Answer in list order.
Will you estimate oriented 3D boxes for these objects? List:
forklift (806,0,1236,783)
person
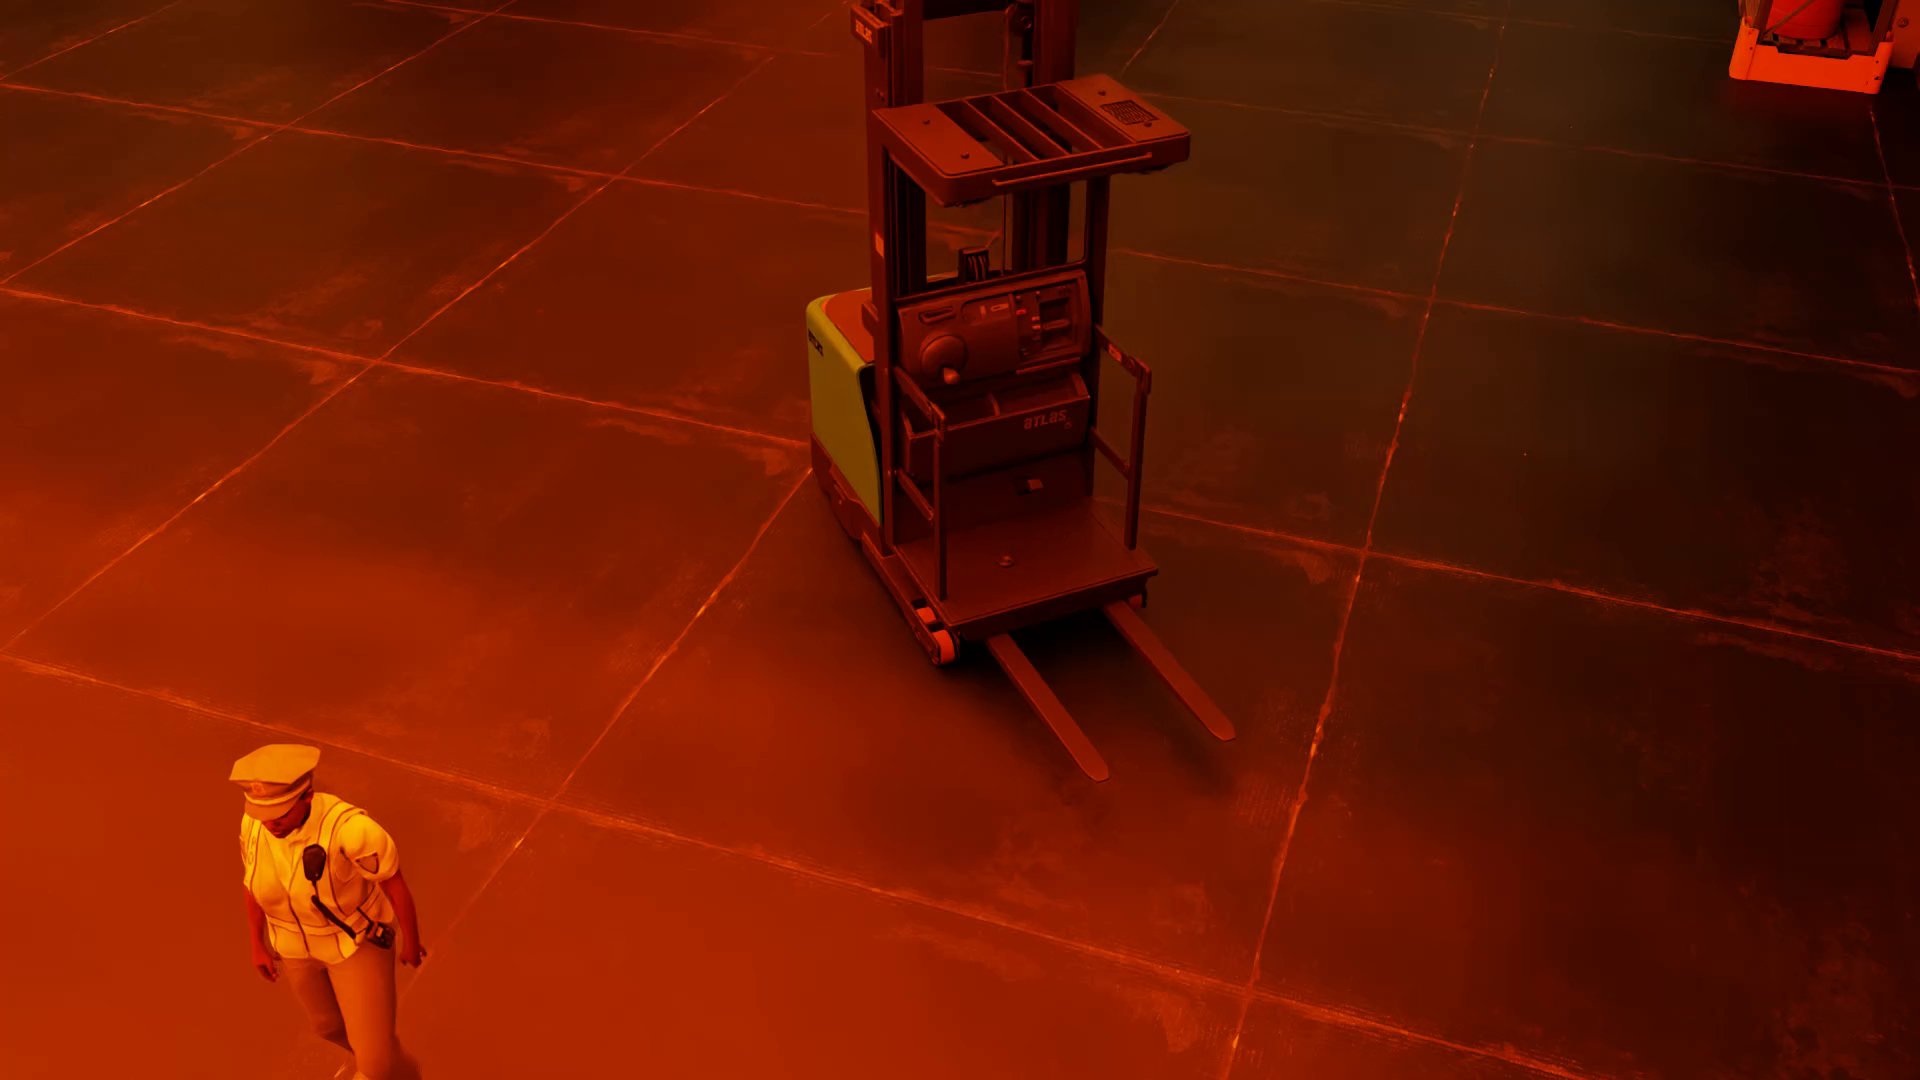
[{"bbox_3d":[0.254,-0.893,7.371,1.130,2.935,3.031,-14,38,-19],"label":"forklift"},{"bbox_3d":[-2.025,1.347,5.378,0.560,1.719,0.507,7,36,9],"label":"person"}]
